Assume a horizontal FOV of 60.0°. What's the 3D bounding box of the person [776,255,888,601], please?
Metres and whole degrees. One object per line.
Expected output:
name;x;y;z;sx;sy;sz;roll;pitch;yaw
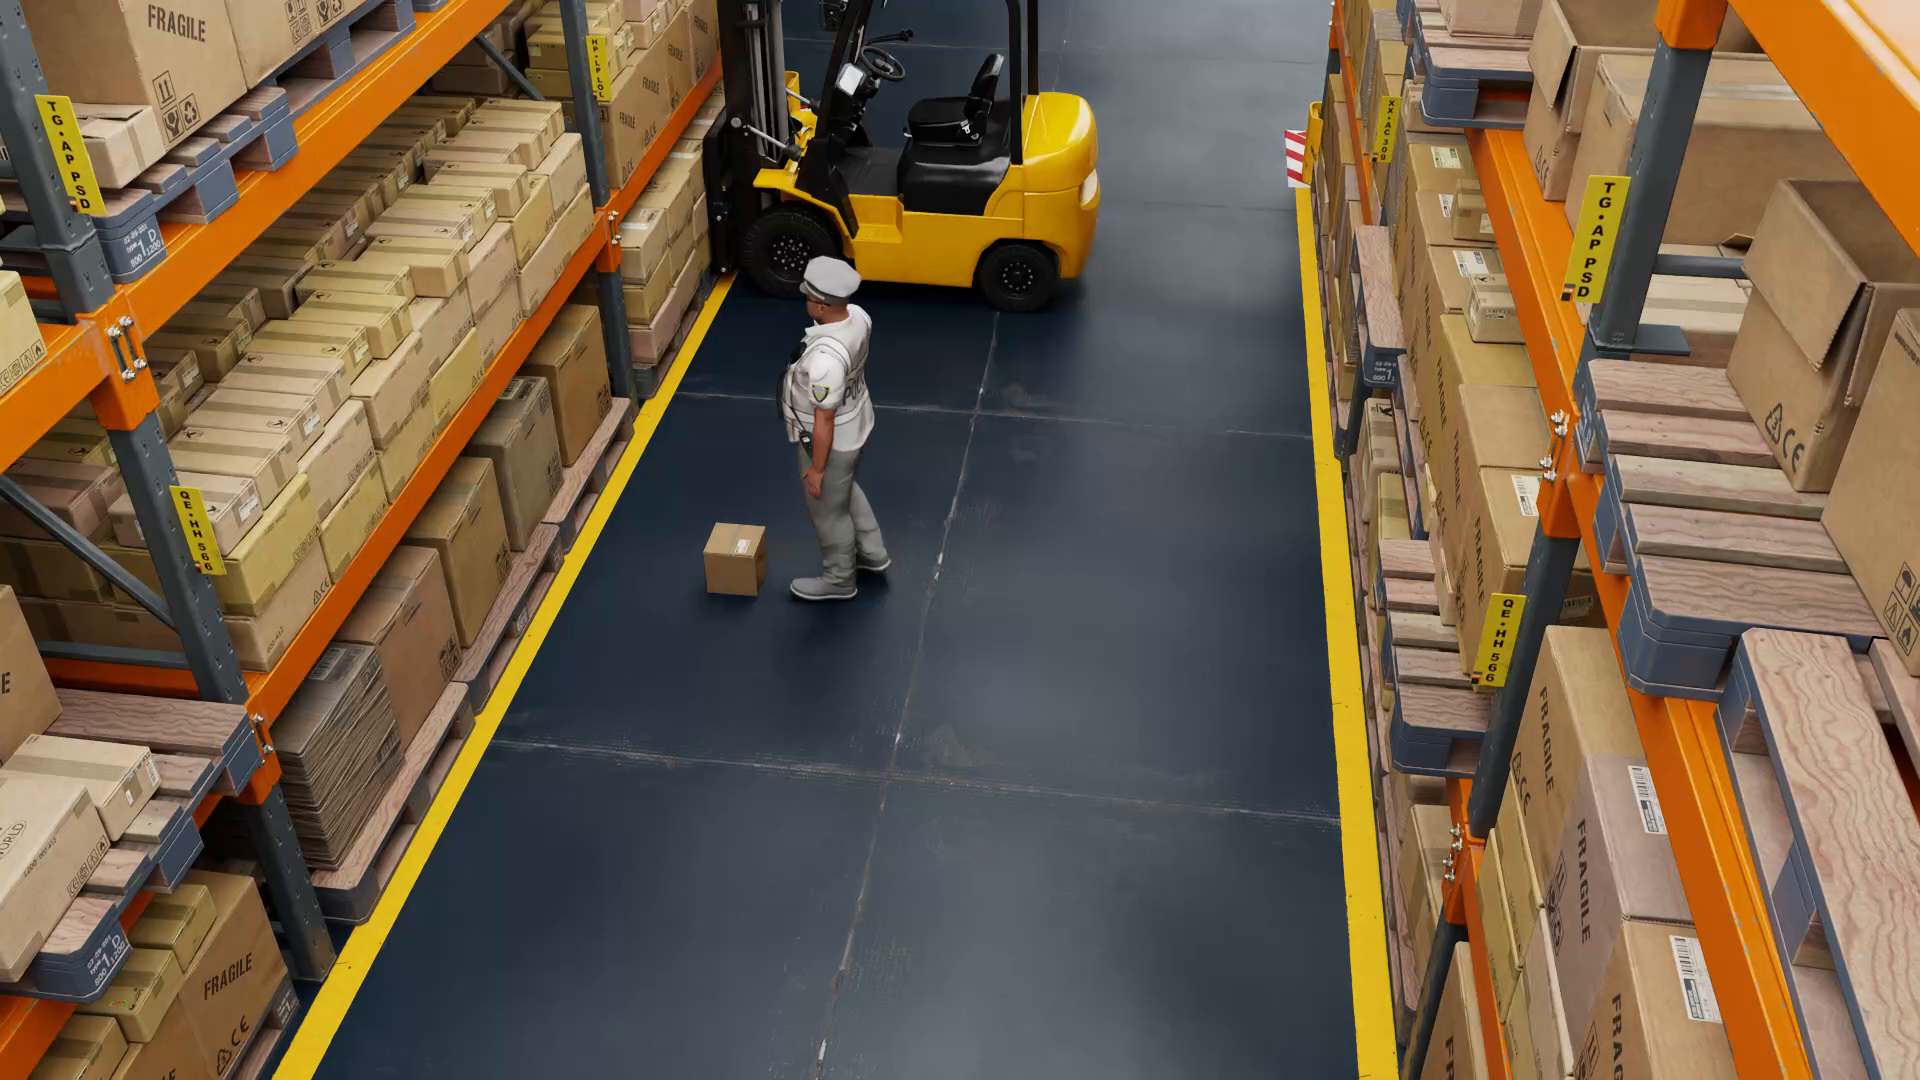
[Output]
person;-0.594;-0.476;7.676;0.426;1.796;0.573;7;37;10
